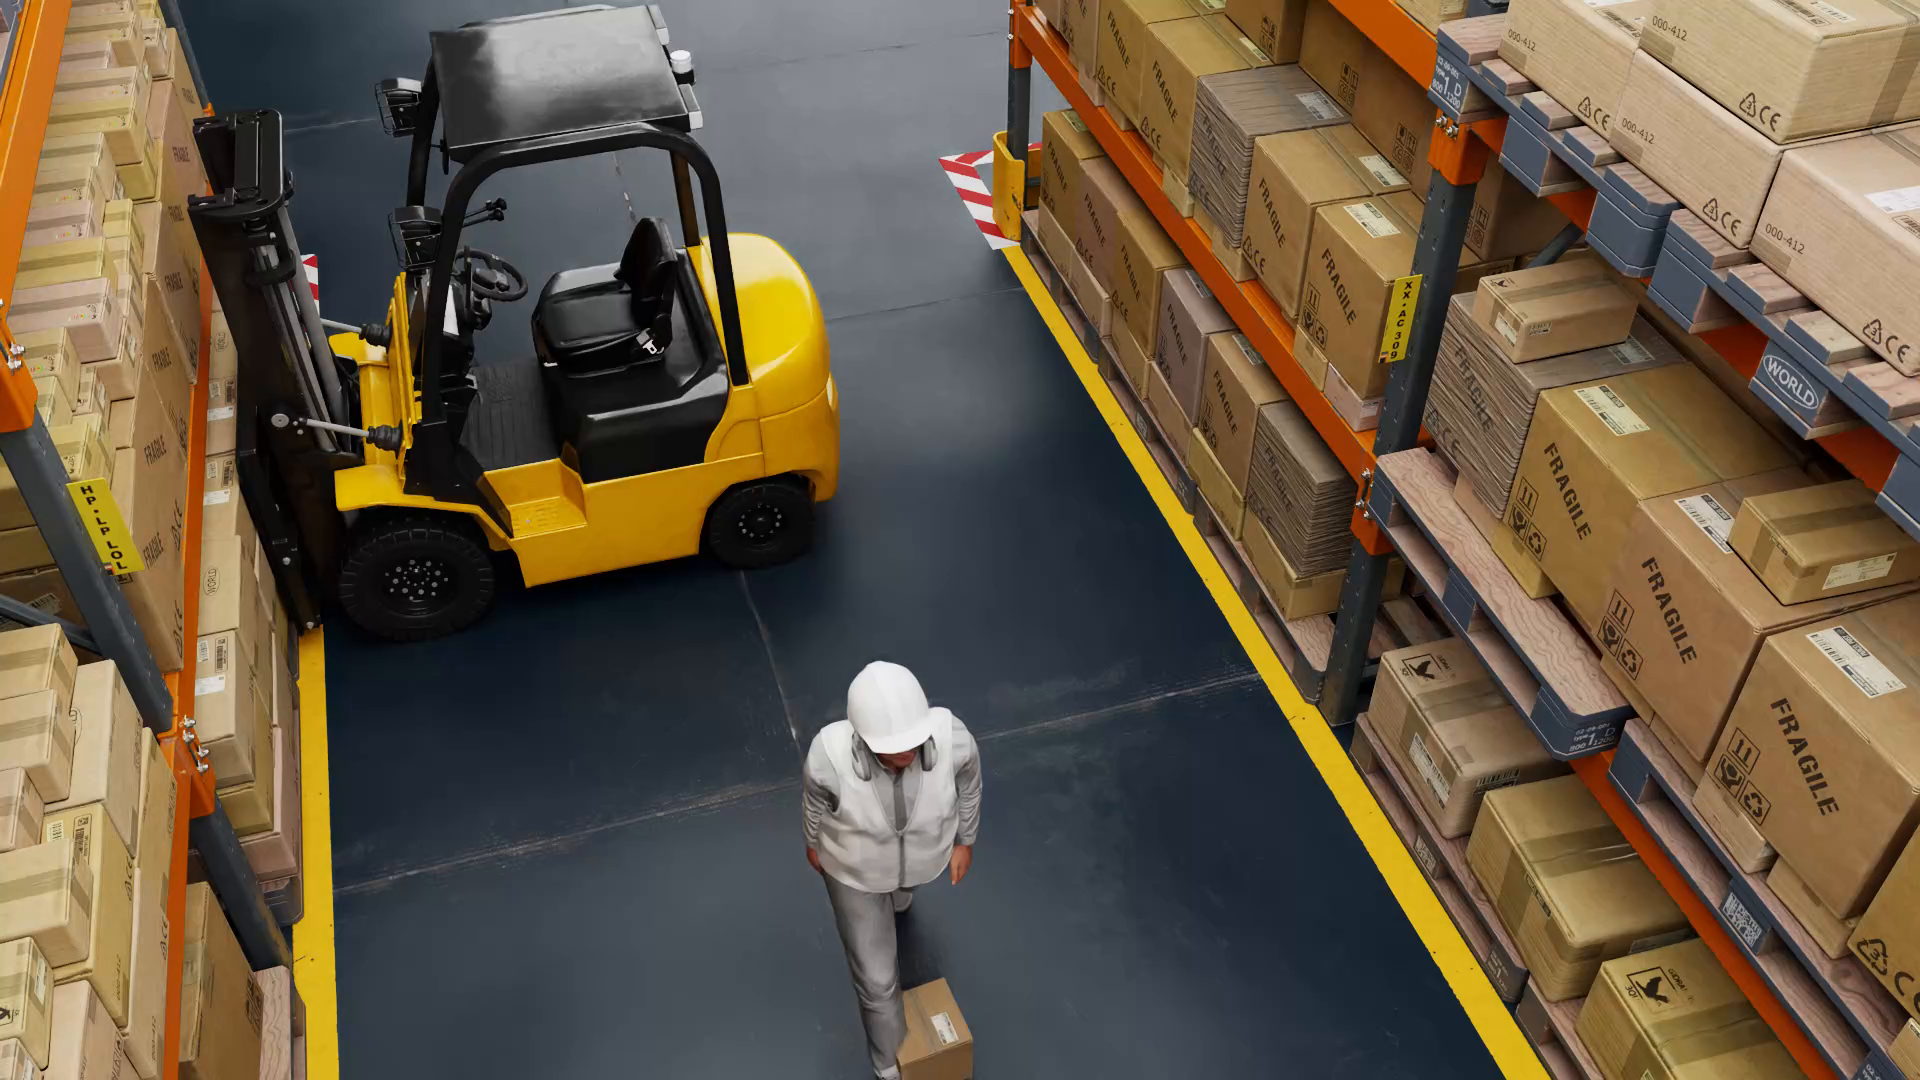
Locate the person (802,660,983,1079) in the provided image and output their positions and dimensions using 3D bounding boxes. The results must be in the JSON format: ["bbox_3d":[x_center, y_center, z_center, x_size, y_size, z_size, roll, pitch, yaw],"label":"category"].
[{"bbox_3d":[-0.203,0.928,5.145,0.542,1.717,1.116,-13,43,-14],"label":"person"}]
